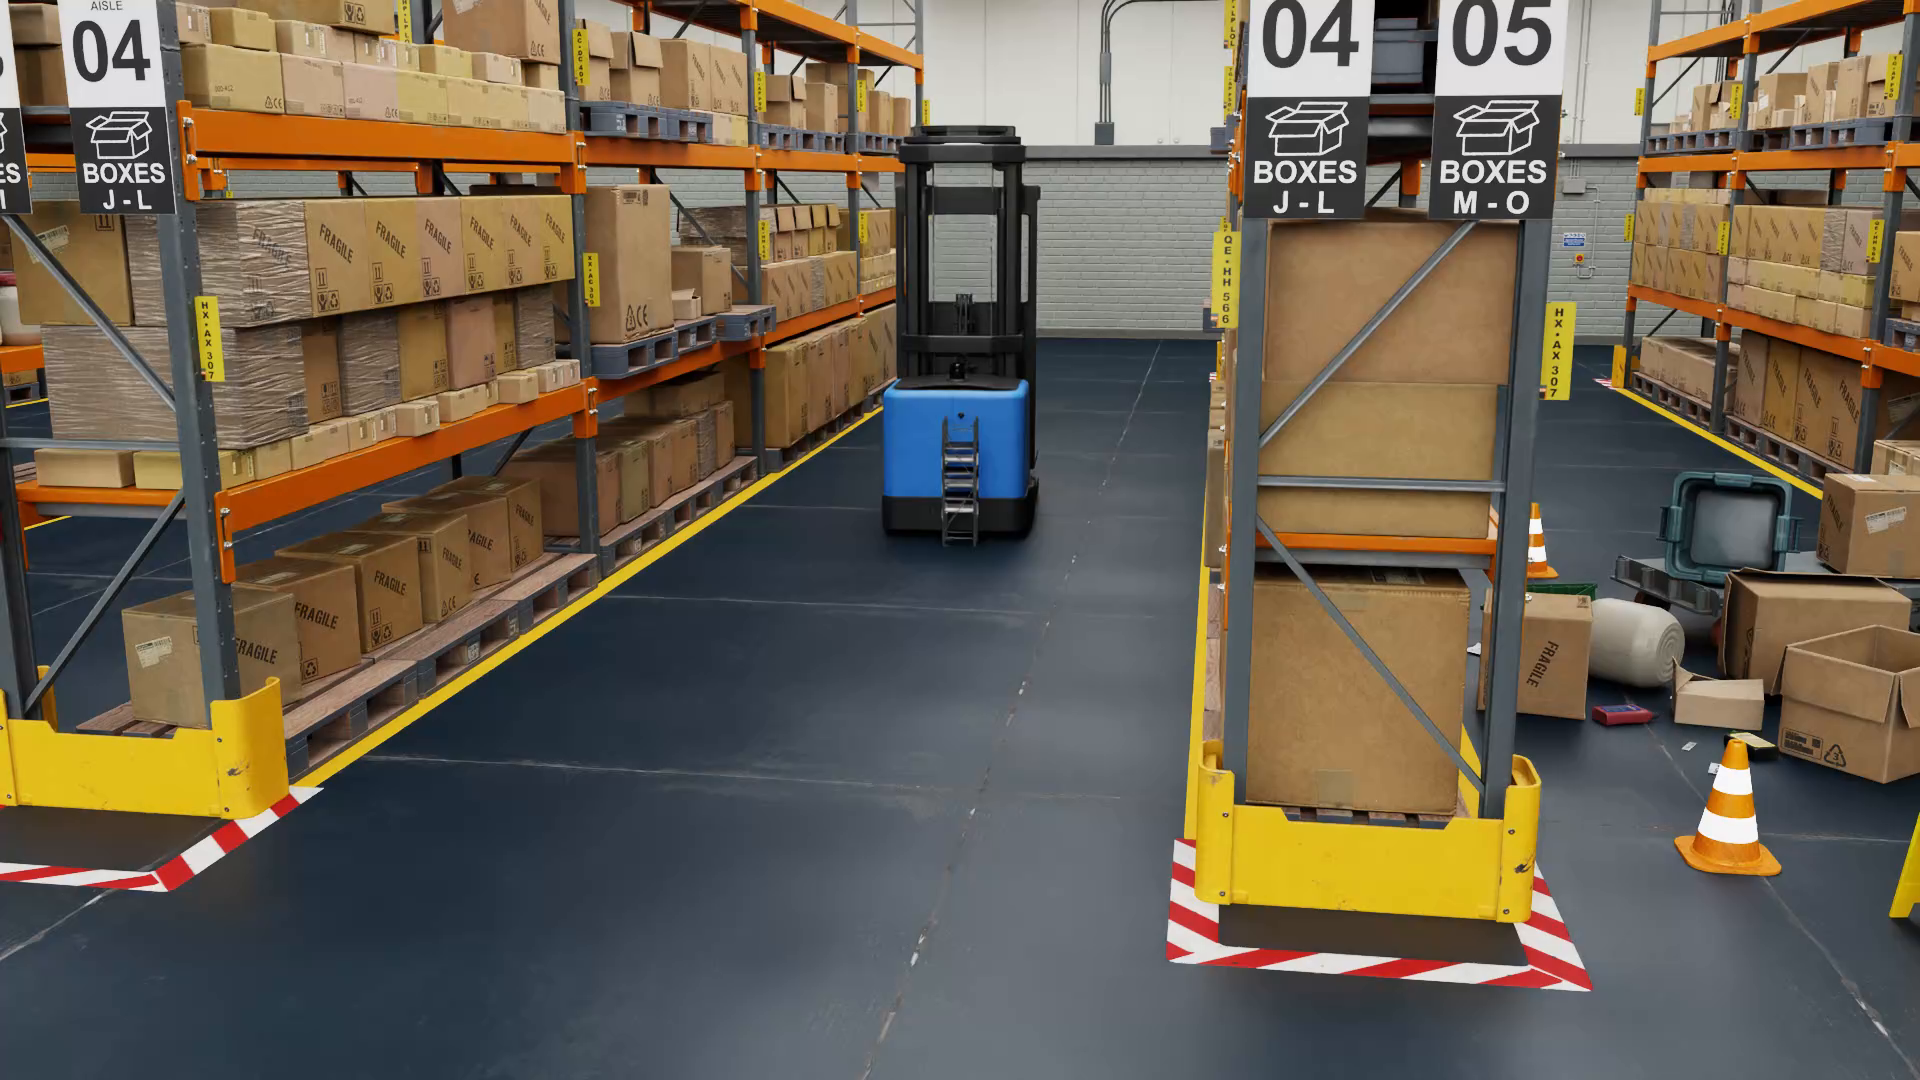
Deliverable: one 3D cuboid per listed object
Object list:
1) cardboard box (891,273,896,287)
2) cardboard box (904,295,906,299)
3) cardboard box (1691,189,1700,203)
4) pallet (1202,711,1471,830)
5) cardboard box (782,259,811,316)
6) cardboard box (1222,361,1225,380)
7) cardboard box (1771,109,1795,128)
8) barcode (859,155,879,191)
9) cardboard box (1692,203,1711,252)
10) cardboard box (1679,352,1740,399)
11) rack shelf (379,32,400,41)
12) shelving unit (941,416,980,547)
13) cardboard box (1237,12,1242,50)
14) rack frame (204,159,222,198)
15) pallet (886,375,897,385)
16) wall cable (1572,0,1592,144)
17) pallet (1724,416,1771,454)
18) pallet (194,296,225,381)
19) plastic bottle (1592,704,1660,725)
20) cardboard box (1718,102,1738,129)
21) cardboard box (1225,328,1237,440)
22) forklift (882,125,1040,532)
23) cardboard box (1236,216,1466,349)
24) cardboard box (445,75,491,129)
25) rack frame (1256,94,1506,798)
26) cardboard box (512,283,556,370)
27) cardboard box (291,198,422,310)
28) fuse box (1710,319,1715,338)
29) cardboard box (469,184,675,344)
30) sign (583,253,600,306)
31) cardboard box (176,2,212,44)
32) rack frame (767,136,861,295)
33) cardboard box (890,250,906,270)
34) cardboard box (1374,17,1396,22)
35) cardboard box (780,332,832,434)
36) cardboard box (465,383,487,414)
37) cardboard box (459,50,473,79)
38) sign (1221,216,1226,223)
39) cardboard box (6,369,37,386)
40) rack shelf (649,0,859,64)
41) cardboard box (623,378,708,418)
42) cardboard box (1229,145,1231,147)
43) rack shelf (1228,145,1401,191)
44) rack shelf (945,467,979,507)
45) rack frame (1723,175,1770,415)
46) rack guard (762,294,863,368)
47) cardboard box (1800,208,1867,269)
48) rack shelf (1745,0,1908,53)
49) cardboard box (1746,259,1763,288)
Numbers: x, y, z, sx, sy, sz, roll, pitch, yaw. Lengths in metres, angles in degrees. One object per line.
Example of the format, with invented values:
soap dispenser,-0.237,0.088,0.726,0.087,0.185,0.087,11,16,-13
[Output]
cardboard box,-0.978,-3.121,19.952,0.380,0.149,0.250,2,12,7
cardboard box,-0.995,-2.732,21.597,0.875,0.875,0.875,2,12,9
cardboard box,8.193,-3.741,18.080,0.380,0.149,0.250,2,12,7
pallet,1.495,1.005,6.827,1.003,0.211,1.213,2,12,9
cardboard box,-1.710,-2.391,15.732,0.500,0.500,0.500,2,12,8
cardboard box,2.593,-1.460,14.806,0.500,0.250,0.500,2,12,9
cardboard box,7.661,-3.853,15.189,0.380,0.166,0.250,1,12,5
barcode,-9.002,-4.751,20.218,15.602,1.011,4.475,1,12,4
cardboard box,8.087,-3.298,17.564,0.500,0.500,0.500,2,12,8
cardboard box,8.541,-1.814,18.375,0.875,0.438,0.875,2,12,7
rack shelf,-6.792,-4.998,16.483,1.077,0.370,4.000,2,12,9
shelving unit,5.518,-0.766,7.968,11.832,3.194,6.616,1,12,4
cardboard box,1.322,-2.079,6.761,0.380,0.149,0.250,2,12,8
rack frame,-7.100,-2.196,15.065,1.000,3.000,0.127,2,12,9
pallet,-1.211,-1.916,20.382,1.003,0.211,1.213,2,12,9
wall cable,9.413,-7.506,25.462,0.463,3.000,0.029,2,12,9
pallet,8.157,-1.021,16.231,1.003,0.211,1.213,2,12,9
pallet,-5.649,-0.290,8.365,6.086,2.096,2.714,2,12,9
plastic bottle,3.194,0.836,7.970,0.283,0.061,0.133,-2,12,-11
cardboard box,7.983,-4.346,17.002,0.396,0.266,0.258,2,12,10
cardboard box,1.758,-0.794,8.201,0.875,0.550,0.550,2,12,9
forklift,-3.369,-1.929,13.988,8.118,2.935,4.193,1,12,4
cardboard box,1.538,-0.983,6.518,0.875,0.550,0.550,2,12,9
cardboard box,-2.797,-2.278,8.681,0.500,0.250,0.500,2,12,8
rack frame,1.446,-0.189,5.750,0.949,2.616,0.053,2,12,9
cardboard box,-2.951,-1.306,9.989,0.875,0.500,0.500,2,12,9
cardboard box,-2.923,-1.367,7.901,0.500,0.500,0.500,2,12,9
fuse box,11.714,-3.826,25.687,0.539,1.711,0.414,2,12,9
cardboard box,-2.561,-1.863,11.095,1.000,1.000,1.000,2,12,9
sign,-2.284,-1.610,10.291,0.100,0.325,0.005,2,12,9
cardboard box,-3.165,-2.008,6.482,0.380,0.149,0.250,2,12,8
rack frame,-1.591,-2.869,18.184,1.000,3.000,0.127,2,12,9
cardboard box,-0.944,-3.452,20.543,0.500,0.250,0.500,1,12,7
cardboard box,2.009,-2.389,7.253,0.500,0.250,0.500,2,12,8
cardboard box,-1.934,-1.531,16.023,1.225,0.875,0.875,2,12,9
cardboard box,-2.805,-0.768,9.031,0.380,0.149,0.250,2,12,9
cardboard box,-2.800,-2.497,8.749,0.380,0.149,0.250,2,12,11
sign,3.374,-3.960,21.195,0.100,0.325,0.005,2,12,9
cardboard box,-11.554,-1.920,18.672,1.044,0.500,2.034,2,12,8
rack shelf,-1.898,-4.838,15.738,1.077,0.370,4.000,2,12,9
cardboard box,-2.351,-1.144,13.293,0.500,0.250,0.500,3,13,15
cardboard box,3.103,-4.191,17.555,0.500,0.250,0.500,2,12,10
rack shelf,-2.465,-2.711,12.041,10.867,0.370,4.000,2,12,9
rack shelf,0.002,-0.379,11.785,0.258,0.252,0.200,1,12,4
rack frame,8.205,-2.547,16.694,0.949,2.616,0.053,2,12,9
rack guard,5.790,-1.819,17.288,15.999,1.325,8.102,2,12,9
cardboard box,7.561,-2.579,14.229,0.500,0.500,0.500,2,12,9
rack shelf,7.894,-4.517,14.248,1.077,0.370,4.000,2,12,9
cardboard box,7.803,-2.527,15.767,0.500,0.250,0.500,2,12,10
